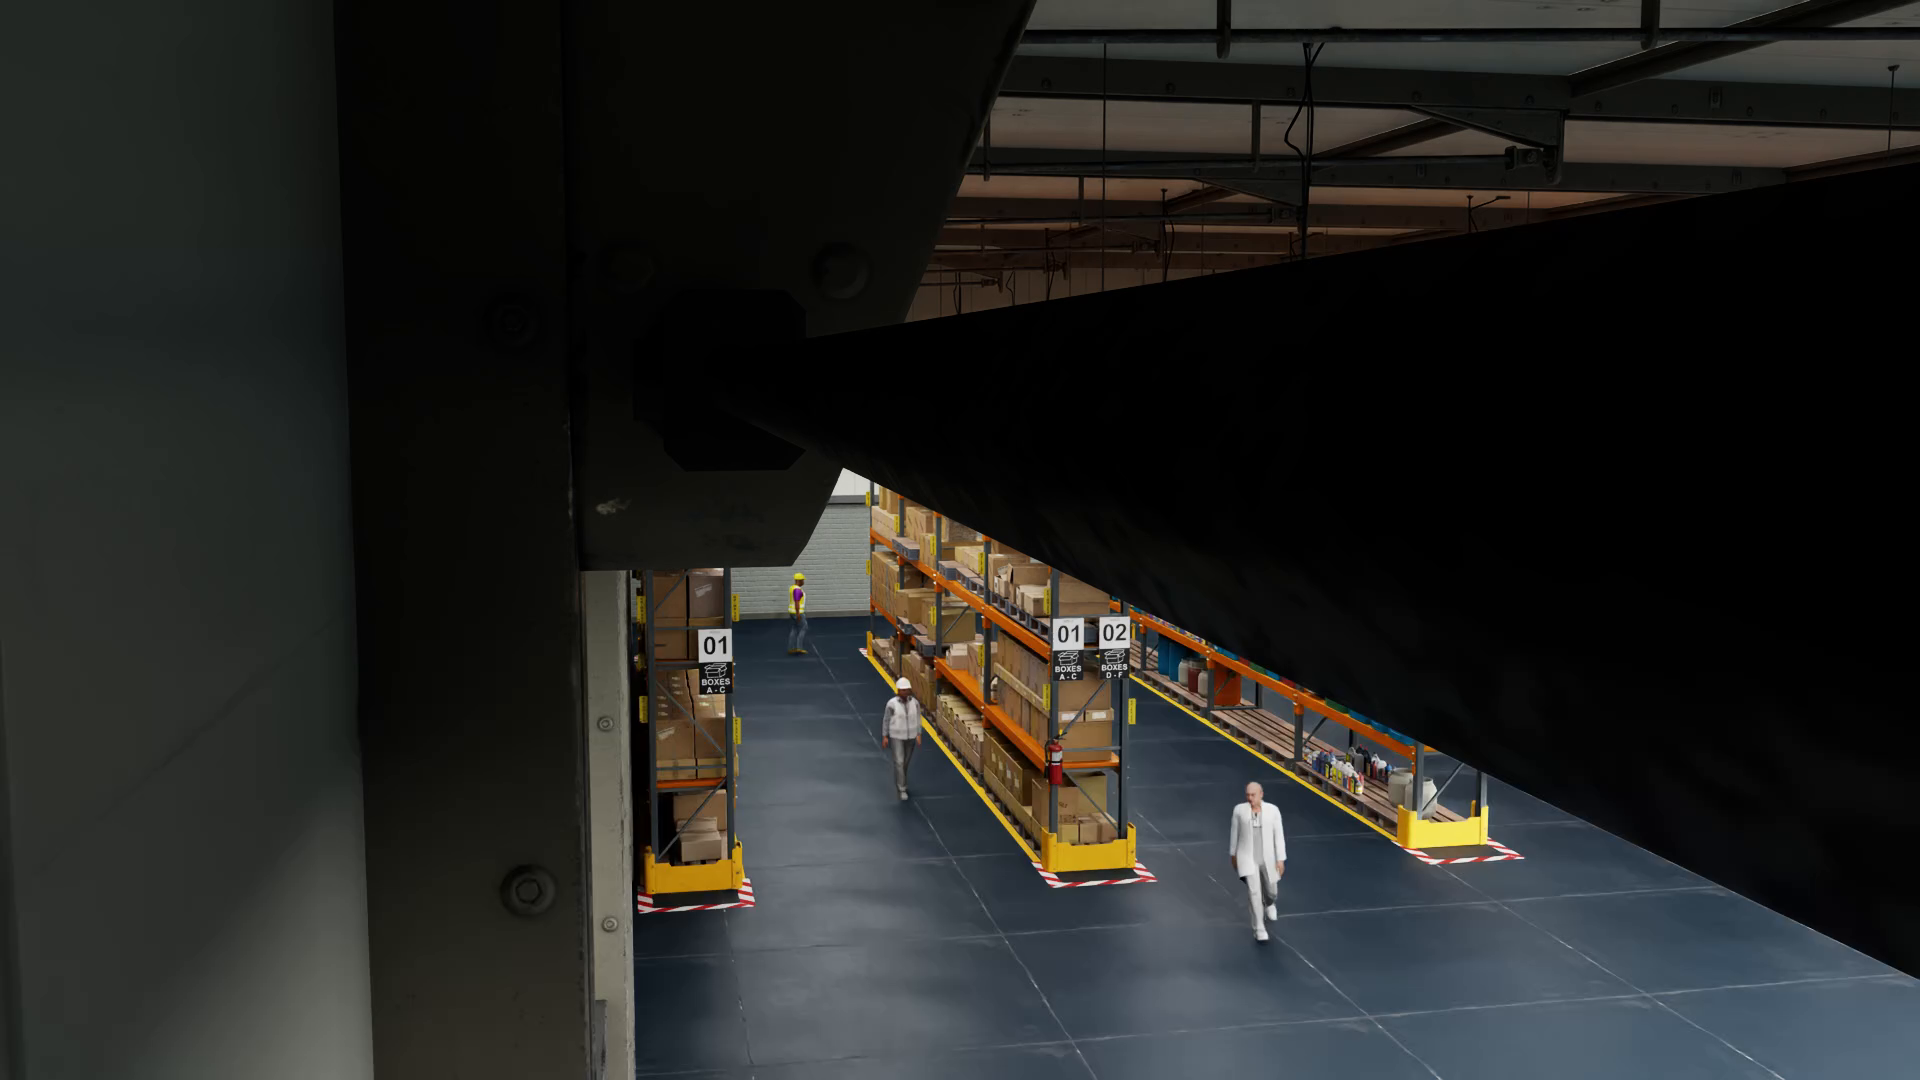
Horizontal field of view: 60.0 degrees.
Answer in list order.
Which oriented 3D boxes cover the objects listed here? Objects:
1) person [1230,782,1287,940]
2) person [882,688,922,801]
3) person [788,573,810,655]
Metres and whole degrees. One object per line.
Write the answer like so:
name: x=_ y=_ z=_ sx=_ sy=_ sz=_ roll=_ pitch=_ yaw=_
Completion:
person: x=3.342 y=3.542 z=18.621 sx=0.596 sy=1.704 sz=1.052 roll=0 pitch=6 yaw=2
person: x=-0.814 y=2.920 z=24.491 sx=0.565 sy=1.669 sz=0.952 roll=-3 pitch=7 yaw=-28
person: x=-3.574 y=1.634 z=36.685 sx=0.453 sy=1.811 sz=0.646 roll=-2 pitch=6 yaw=-19
